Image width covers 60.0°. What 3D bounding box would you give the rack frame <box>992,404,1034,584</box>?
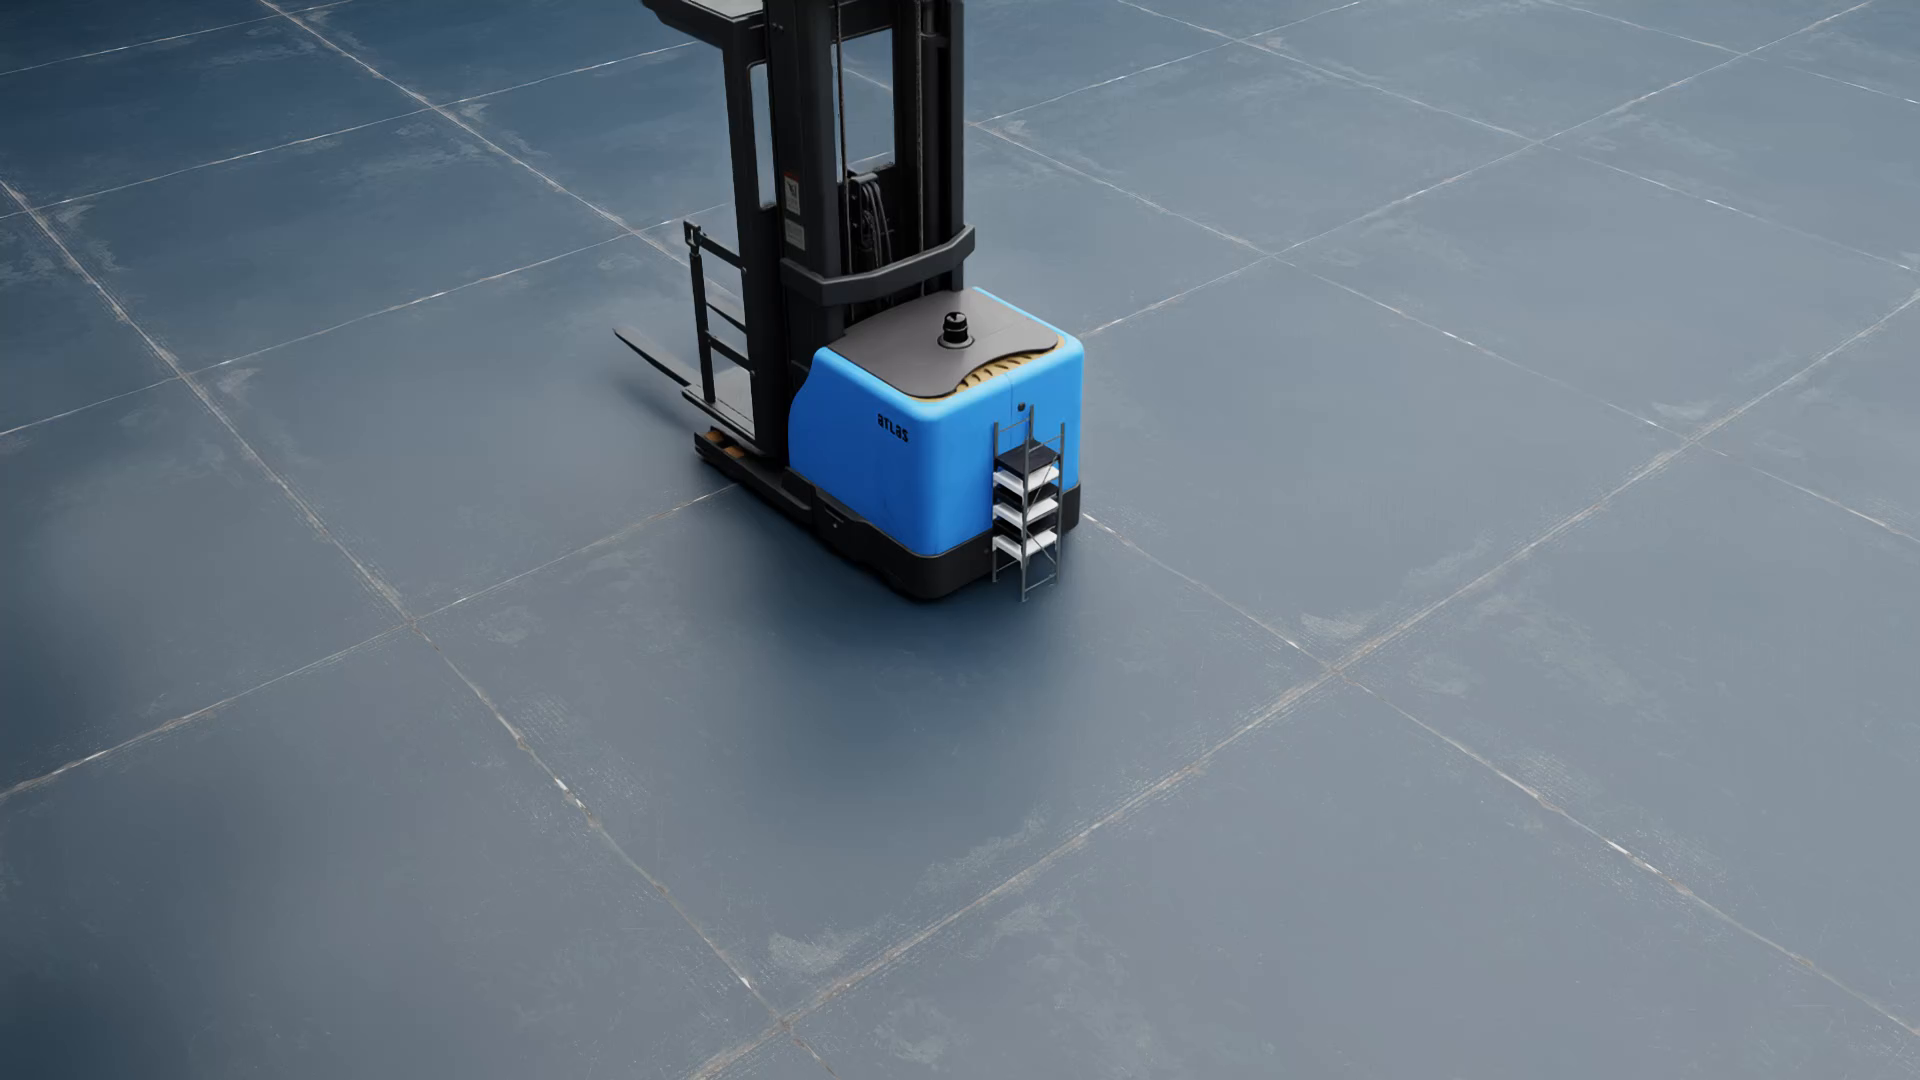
[{"bbox_3d":[0.245,-0.204,7.759,0.240,0.900,0.006,-27,43,-32],"label":"rack frame"}]

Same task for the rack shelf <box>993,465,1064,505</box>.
[{"bbox_3d":[0.312,-0.279,7.612,0.258,0.077,0.200,-27,43,-32],"label":"rack shelf"}]

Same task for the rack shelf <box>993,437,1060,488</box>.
[{"bbox_3d":[0.312,-0.353,7.560,0.258,0.077,0.200,-27,43,-32],"label":"rack shelf"}]

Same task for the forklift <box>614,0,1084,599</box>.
[{"bbox_3d":[-0.753,-1.696,8.109,1.130,2.935,3.031,-27,43,-32],"label":"forklift"}]

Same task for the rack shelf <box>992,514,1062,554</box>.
[{"bbox_3d":[0.312,-0.059,7.768,0.258,0.077,0.200,-27,43,-32],"label":"rack shelf"}]

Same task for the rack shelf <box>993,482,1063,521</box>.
[{"bbox_3d":[0.312,-0.206,7.664,0.258,0.077,0.200,-27,43,-32],"label":"rack shelf"}]

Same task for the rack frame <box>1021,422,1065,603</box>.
[{"bbox_3d":[0.379,-0.115,7.634,0.240,0.900,0.006,-27,43,-32],"label":"rack frame"}]

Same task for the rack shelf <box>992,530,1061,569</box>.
[{"bbox_3d":[0.312,0.015,7.820,0.258,0.077,0.200,-27,43,-32],"label":"rack shelf"}]

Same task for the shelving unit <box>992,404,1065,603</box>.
[{"bbox_3d":[0.312,-0.159,7.696,0.258,0.900,0.210,-27,43,-32],"label":"shelving unit"}]

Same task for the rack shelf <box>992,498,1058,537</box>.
[{"bbox_3d":[0.312,-0.132,7.716,0.258,0.077,0.200,-27,43,-32],"label":"rack shelf"}]
